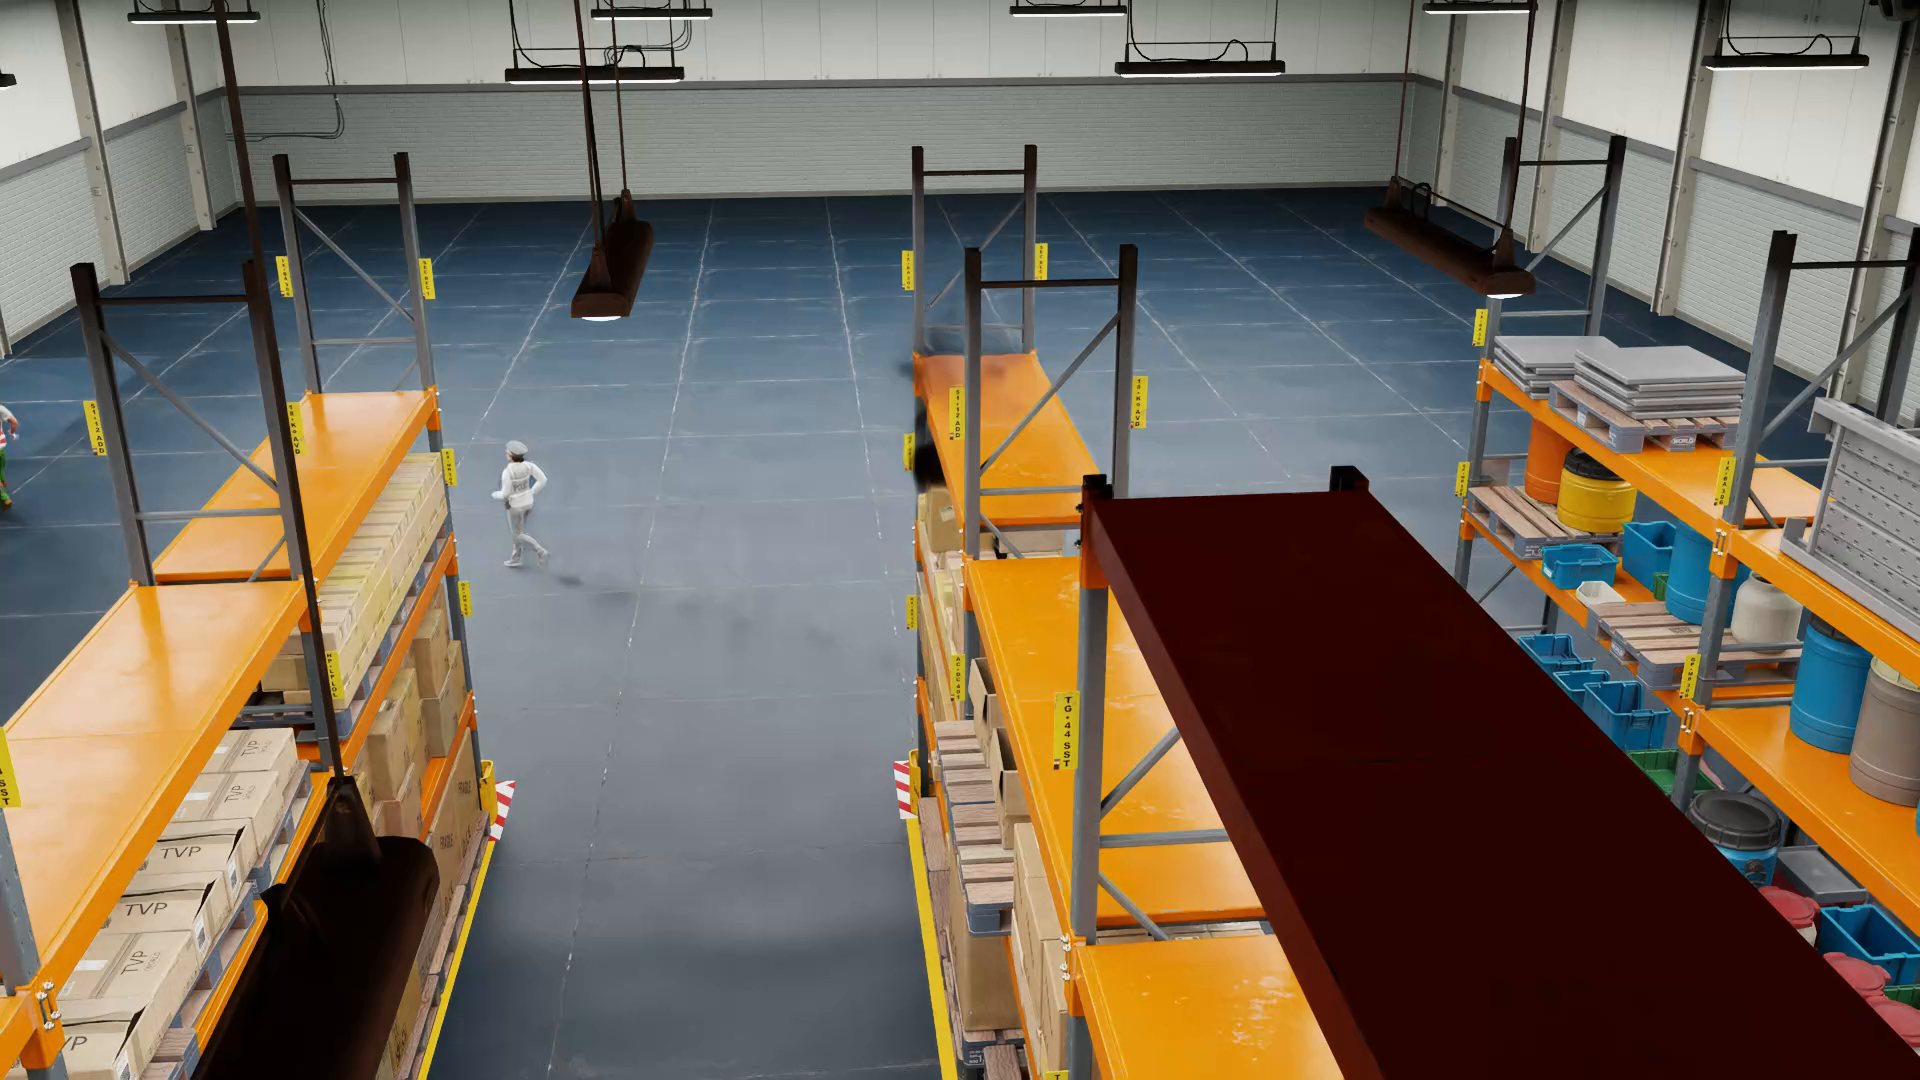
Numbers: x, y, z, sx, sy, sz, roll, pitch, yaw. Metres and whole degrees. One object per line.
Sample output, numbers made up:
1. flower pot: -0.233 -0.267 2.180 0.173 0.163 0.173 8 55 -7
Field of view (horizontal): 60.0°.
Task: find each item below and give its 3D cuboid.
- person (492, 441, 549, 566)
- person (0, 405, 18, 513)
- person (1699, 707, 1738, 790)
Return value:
1. person: -5.366 -0.397 20.401 0.842 1.696 0.618 13 25 30
2. person: -12.987 -1.234 22.273 1.002 1.765 0.661 18 28 38
3. person: 6.802 1.722 15.079 0.583 1.669 0.712 -3 22 -8
